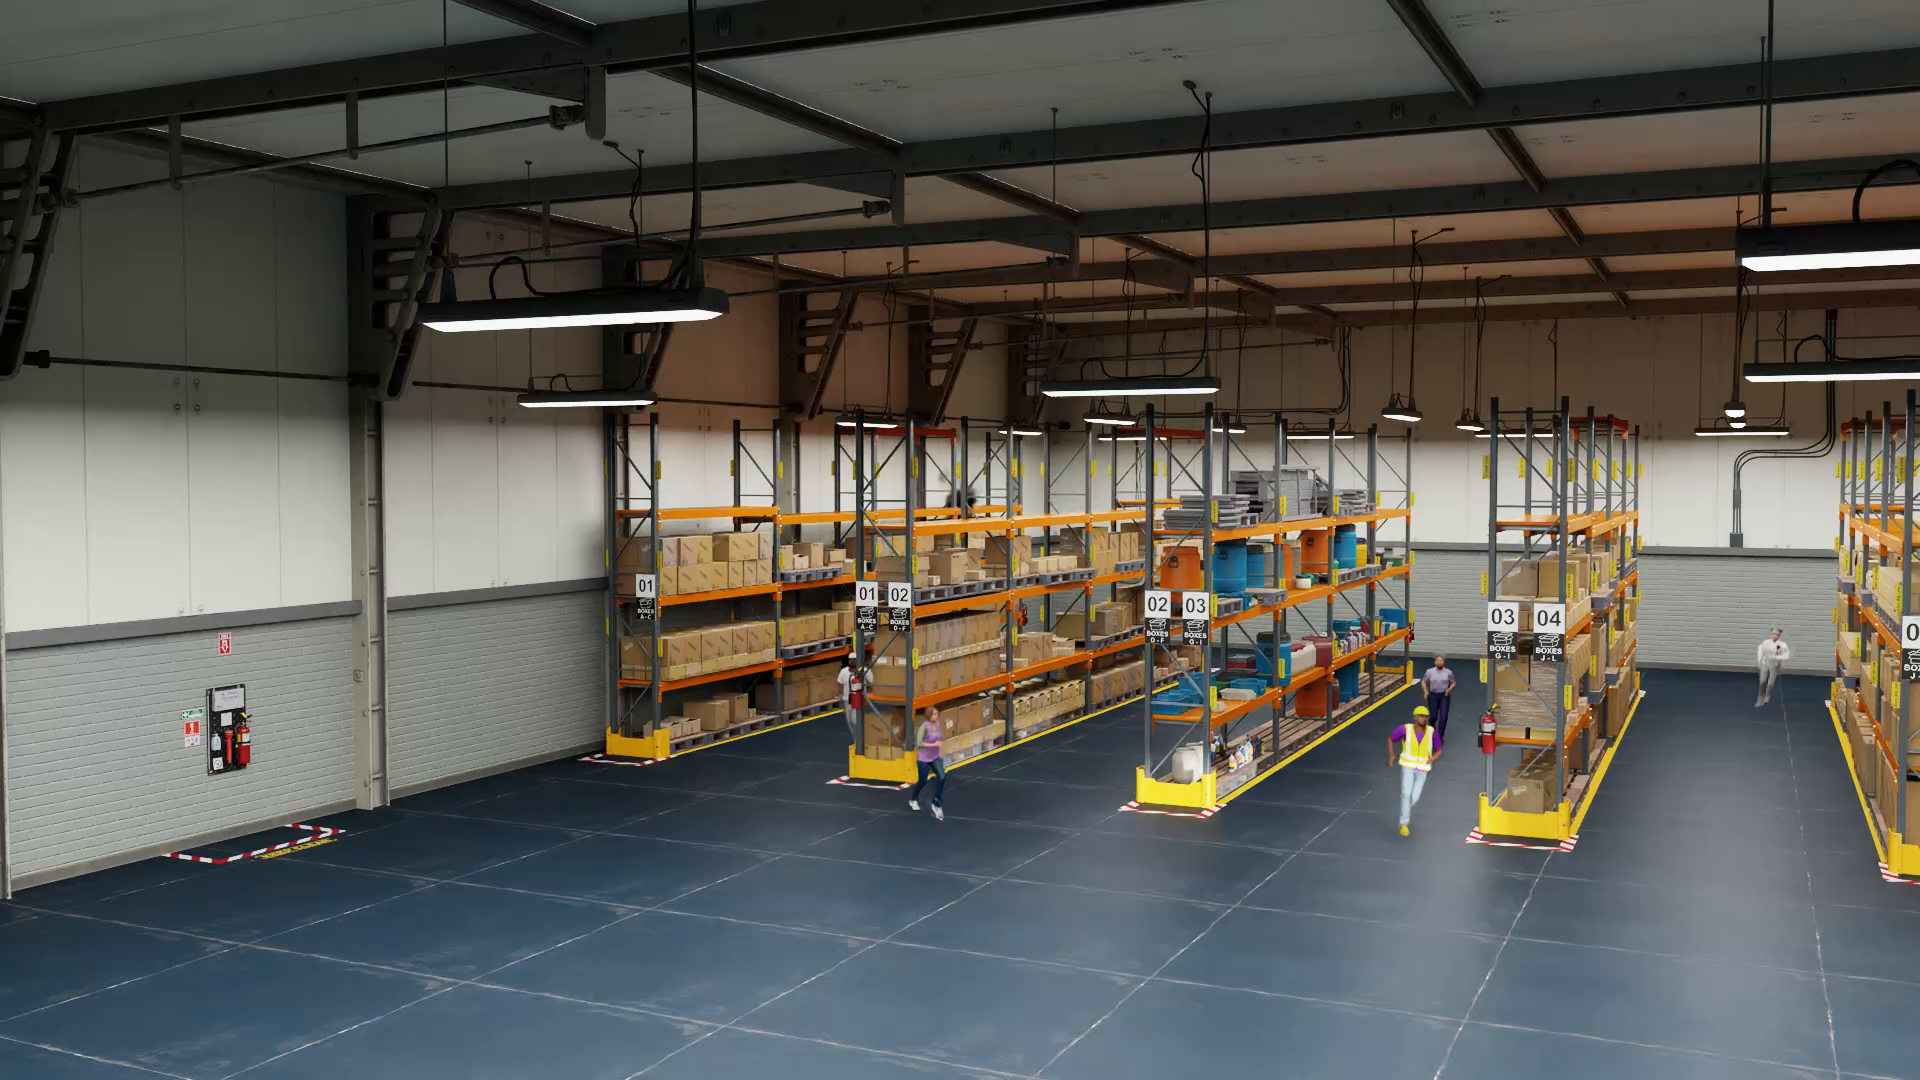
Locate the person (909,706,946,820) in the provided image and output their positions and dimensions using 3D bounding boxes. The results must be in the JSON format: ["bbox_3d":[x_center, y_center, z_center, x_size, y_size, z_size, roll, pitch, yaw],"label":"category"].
[{"bbox_3d":[-0.476,3.196,24.049,0.560,1.622,0.795,-2,3,-42],"label":"person"}]

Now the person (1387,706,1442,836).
[{"bbox_3d":[6.323,3.172,23.111,0.738,1.749,0.871,0,2,5],"label":"person"}]

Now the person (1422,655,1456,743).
[{"bbox_3d":[8.813,2.921,30.597,0.608,1.602,0.549,1,2,12],"label":"person"}]

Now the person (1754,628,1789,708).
[{"bbox_3d":[17.202,2.693,35.189,0.625,1.704,0.863,2,3,34],"label":"person"}]

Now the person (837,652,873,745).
[{"bbox_3d":[-1.923,2.874,29.820,0.698,1.724,0.577,1,3,23],"label":"person"}]
